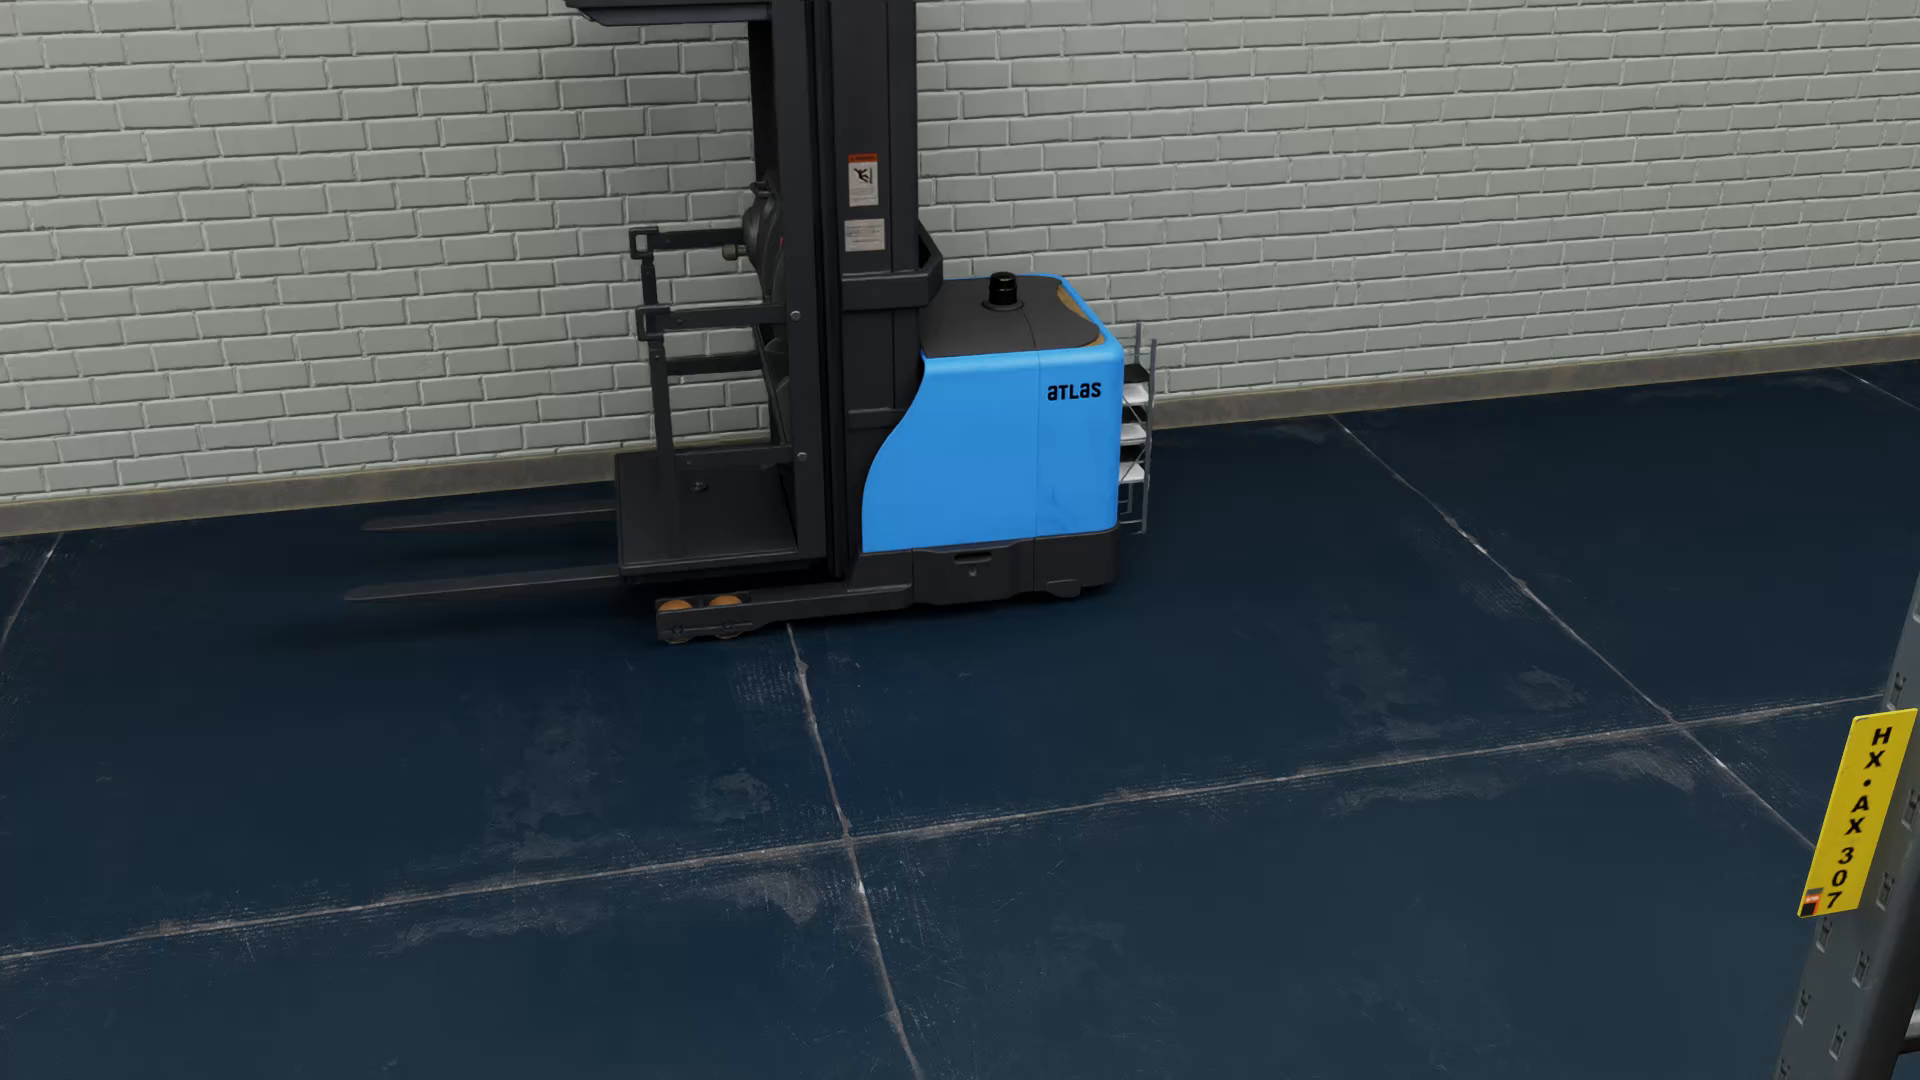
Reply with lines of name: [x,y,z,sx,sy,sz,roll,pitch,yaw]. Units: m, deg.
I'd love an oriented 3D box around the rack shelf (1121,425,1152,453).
rack shelf: [0.677,-0.437,7.191,0.258,0.077,0.200,-6,27,-11]

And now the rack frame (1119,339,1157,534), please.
rack frame: [0.699,-0.422,7.088,0.240,0.900,0.006,-6,27,-11]

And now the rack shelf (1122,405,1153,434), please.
rack shelf: [0.677,-0.517,7.151,0.258,0.077,0.200,-6,27,-11]

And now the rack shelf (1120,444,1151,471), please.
rack shelf: [0.677,-0.357,7.232,0.258,0.077,0.200,-6,27,-11]

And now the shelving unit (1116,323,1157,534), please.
shelving unit: [0.677,-0.467,7.176,0.258,0.900,0.210,-6,27,-11]

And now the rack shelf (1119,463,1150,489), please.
rack shelf: [0.677,-0.276,7.272,0.258,0.077,0.200,-6,27,-11]

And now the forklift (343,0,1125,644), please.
forklift: [-0.923,-1.166,6.306,3.031,2.935,1.130,-5,27,-10]

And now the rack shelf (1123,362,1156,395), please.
rack shelf: [0.677,-0.678,7.070,0.258,0.077,0.200,-6,27,-11]

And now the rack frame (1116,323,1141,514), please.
rack frame: [0.654,-0.512,7.265,0.240,0.900,0.006,-6,27,-11]

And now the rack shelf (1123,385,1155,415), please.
rack shelf: [0.677,-0.598,7.110,0.258,0.077,0.200,-6,27,-11]

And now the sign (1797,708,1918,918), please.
sign: [1.203,0.370,2.228,0.100,0.325,0.005,-6,27,-12]
